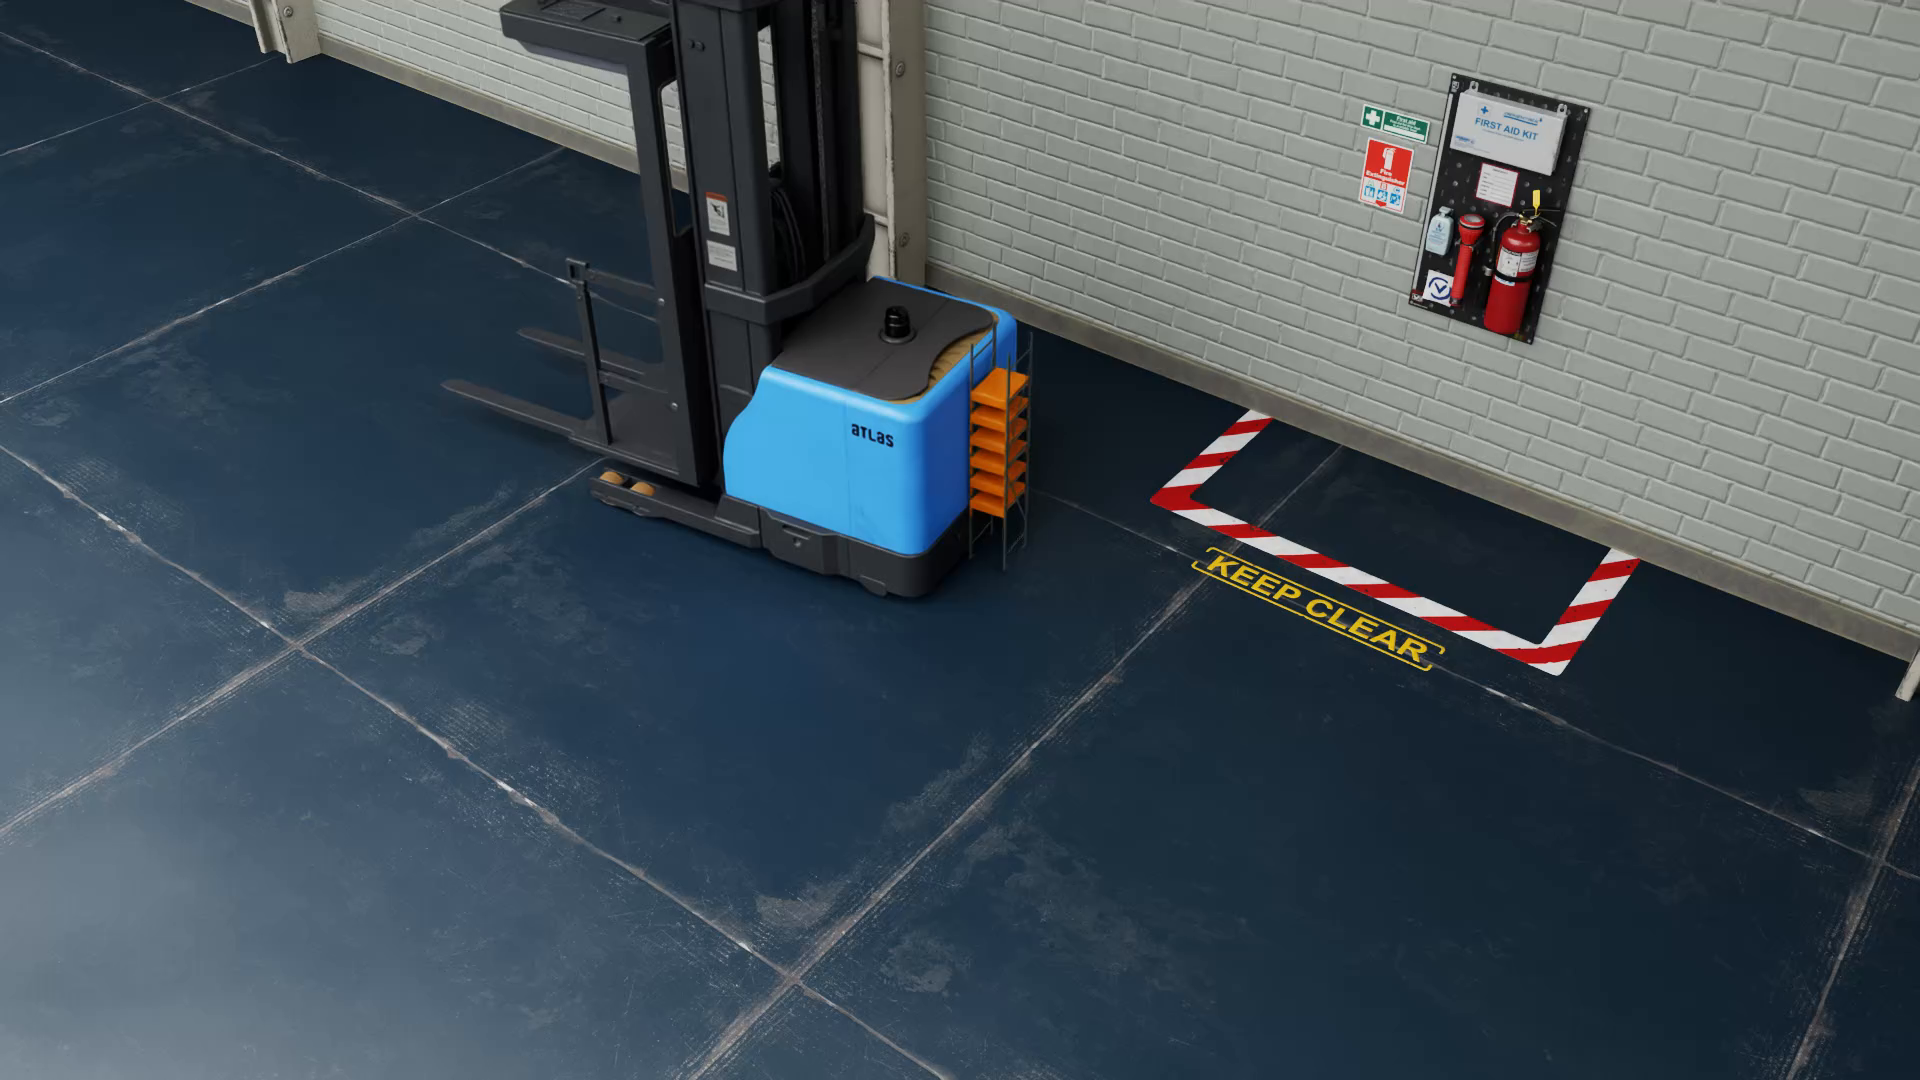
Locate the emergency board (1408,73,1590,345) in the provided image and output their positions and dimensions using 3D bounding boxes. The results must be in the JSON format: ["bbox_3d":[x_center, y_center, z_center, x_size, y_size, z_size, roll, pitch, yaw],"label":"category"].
[{"bbox_3d":[2.384,-1.446,7.524,0.643,1.169,0.194,25,45,29],"label":"emergency board"}]

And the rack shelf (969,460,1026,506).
[{"bbox_3d":[0.184,-0.286,7.769,0.180,0.103,0.258,19,42,22],"label":"rack shelf"}]

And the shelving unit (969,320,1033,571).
[{"bbox_3d":[0.184,-0.415,7.668,0.189,1.200,0.258,19,42,22],"label":"shelving unit"}]

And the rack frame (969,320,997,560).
[{"bbox_3d":[0.103,-0.442,7.702,0.006,1.200,0.240,19,42,22],"label":"rack frame"}]

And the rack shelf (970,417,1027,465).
[{"bbox_3d":[0.184,-0.475,7.621,0.180,0.103,0.258,19,42,22],"label":"rack shelf"}]

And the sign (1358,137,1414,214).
[{"bbox_3d":[2.007,-1.718,7.842,0.234,0.329,0.001,25,45,29],"label":"sign"}]

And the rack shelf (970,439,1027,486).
[{"bbox_3d":[0.184,-0.380,7.695,0.180,0.103,0.258,19,42,22],"label":"rack shelf"}]

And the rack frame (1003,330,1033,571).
[{"bbox_3d":[0.264,-0.388,7.633,0.006,1.200,0.240,19,42,22],"label":"rack frame"}]

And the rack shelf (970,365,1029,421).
[{"bbox_3d":[0.184,-0.664,7.473,0.180,0.103,0.258,19,42,22],"label":"rack shelf"}]

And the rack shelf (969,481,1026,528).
[{"bbox_3d":[0.184,-0.191,7.843,0.180,0.103,0.258,19,42,22],"label":"rack shelf"}]

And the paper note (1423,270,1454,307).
[{"bbox_3d":[2.285,-1.199,7.924,0.142,0.148,0.016,25,45,29],"label":"paper note"}]

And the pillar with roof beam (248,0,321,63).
[{"bbox_3d":[-7.823,-5.250,7.517,0.400,9.000,9.100,25,45,29],"label":"pillar with roof beam"}]

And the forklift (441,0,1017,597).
[{"bbox_3d":[-1.262,-1.538,7.698,3.031,2.935,1.130,19,42,22],"label":"forklift"}]

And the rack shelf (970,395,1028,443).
[{"bbox_3d":[0.184,-0.569,7.547,0.180,0.103,0.258,19,42,22],"label":"rack shelf"}]

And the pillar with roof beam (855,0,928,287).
[{"bbox_3d":[-3.058,-3.003,4.647,0.400,9.000,9.100,25,45,29],"label":"pillar with roof beam"}]

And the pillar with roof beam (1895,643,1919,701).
[{"bbox_3d":[1.708,-0.756,1.777,0.400,9.000,9.100,25,45,29],"label":"pillar with roof beam"}]

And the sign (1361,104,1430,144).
[{"bbox_3d":[2.006,-1.920,7.671,0.331,0.109,0.001,25,45,29],"label":"sign"}]
